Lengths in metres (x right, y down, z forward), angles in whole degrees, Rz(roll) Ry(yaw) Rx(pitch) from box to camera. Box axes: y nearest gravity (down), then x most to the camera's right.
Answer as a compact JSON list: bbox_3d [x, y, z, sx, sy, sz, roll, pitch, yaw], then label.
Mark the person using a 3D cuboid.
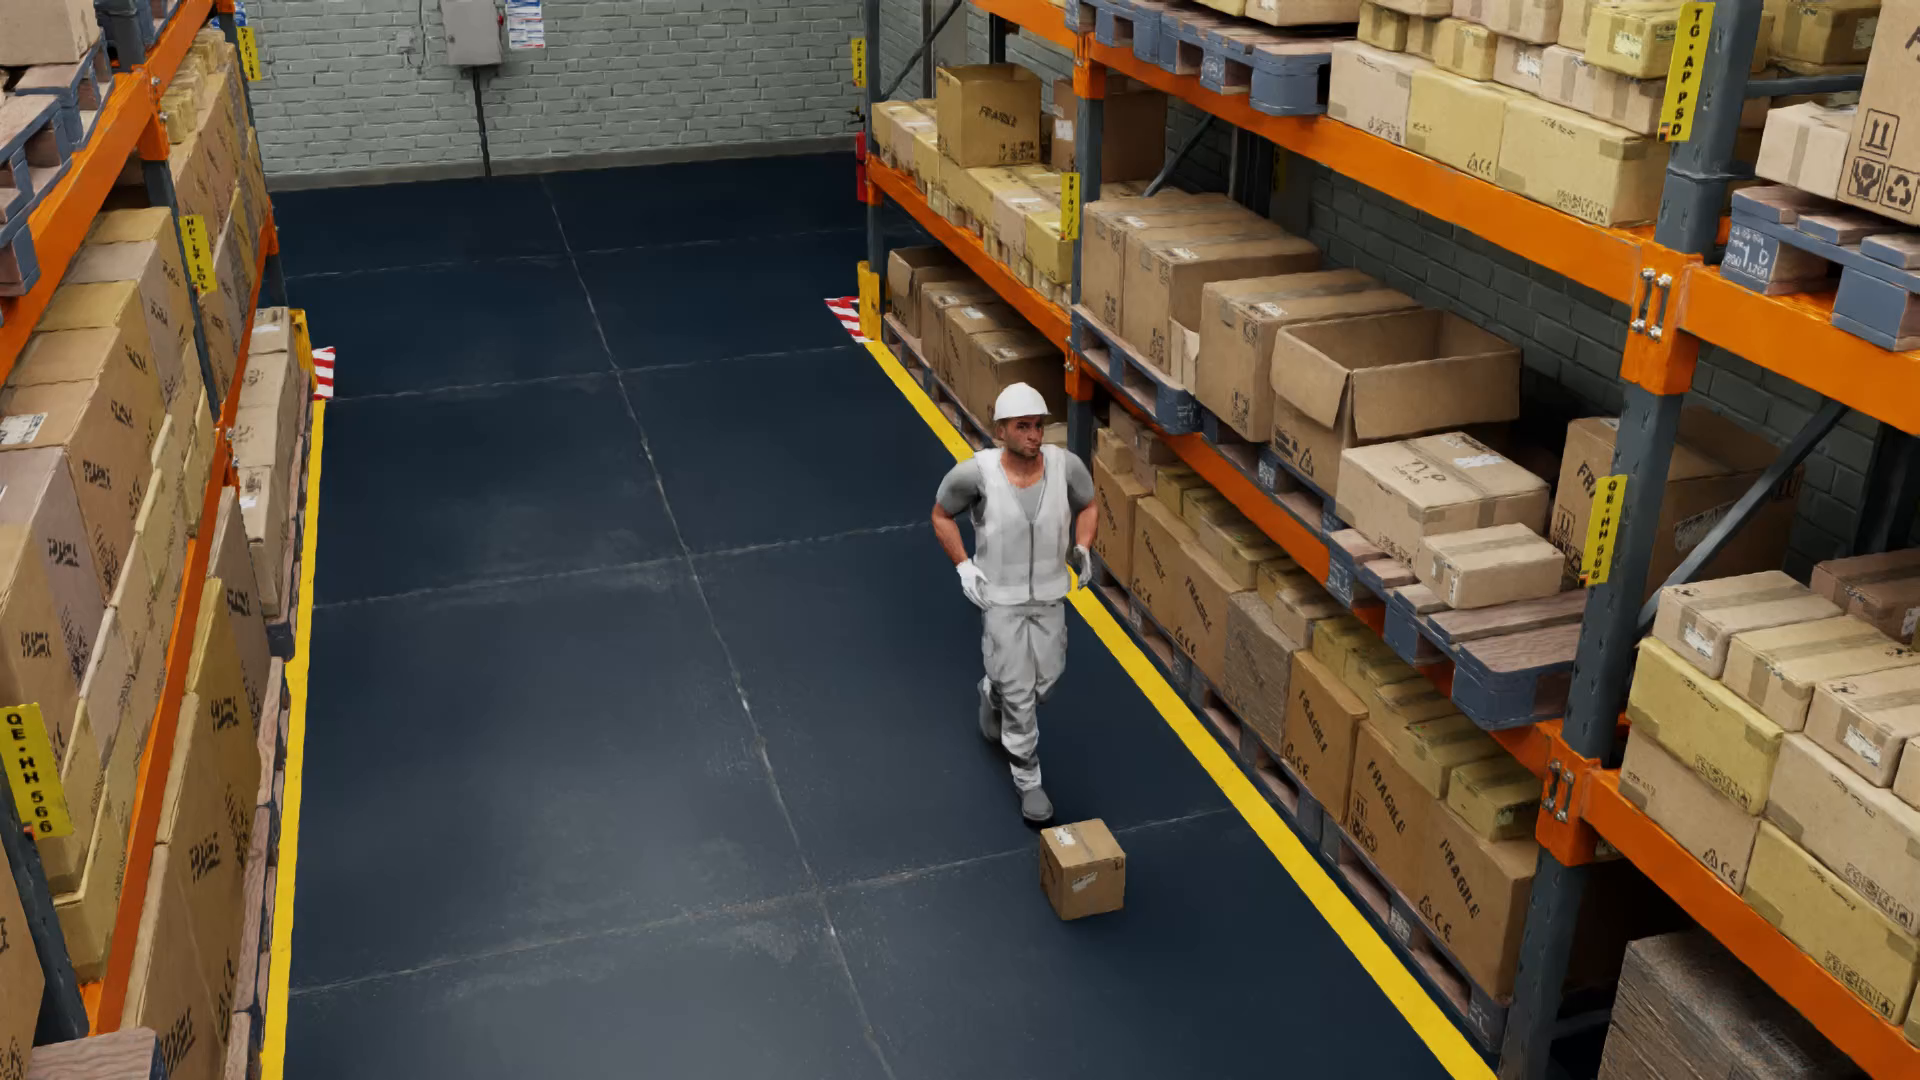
[{"bbox_3d":[0.252,0.209,6.663,0.669,1.770,0.772,-7,27,-15],"label":"person"}]
